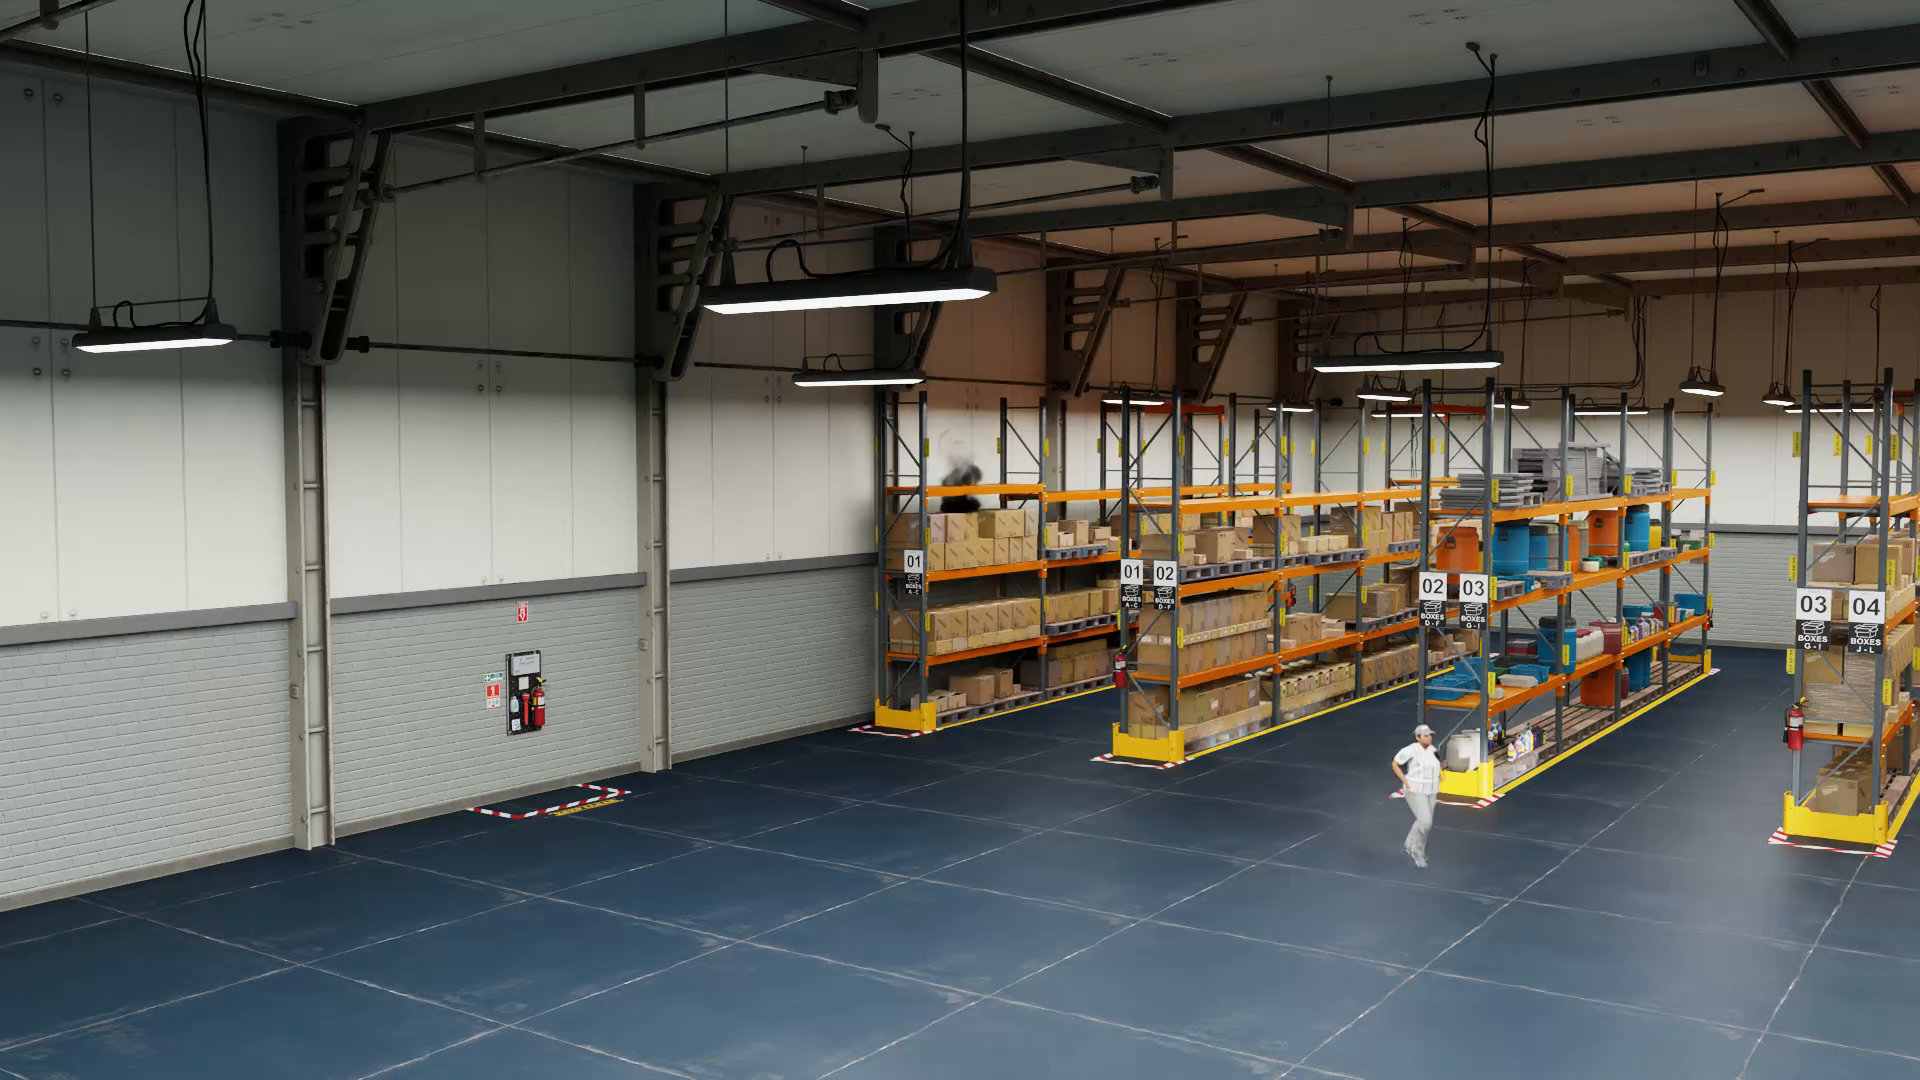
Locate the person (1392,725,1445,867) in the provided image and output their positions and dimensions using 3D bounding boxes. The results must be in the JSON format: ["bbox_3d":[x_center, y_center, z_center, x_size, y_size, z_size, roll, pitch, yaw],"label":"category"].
[{"bbox_3d":[5.557,3.085,20.033,0.595,1.731,0.637,-2,4,-30],"label":"person"}]
